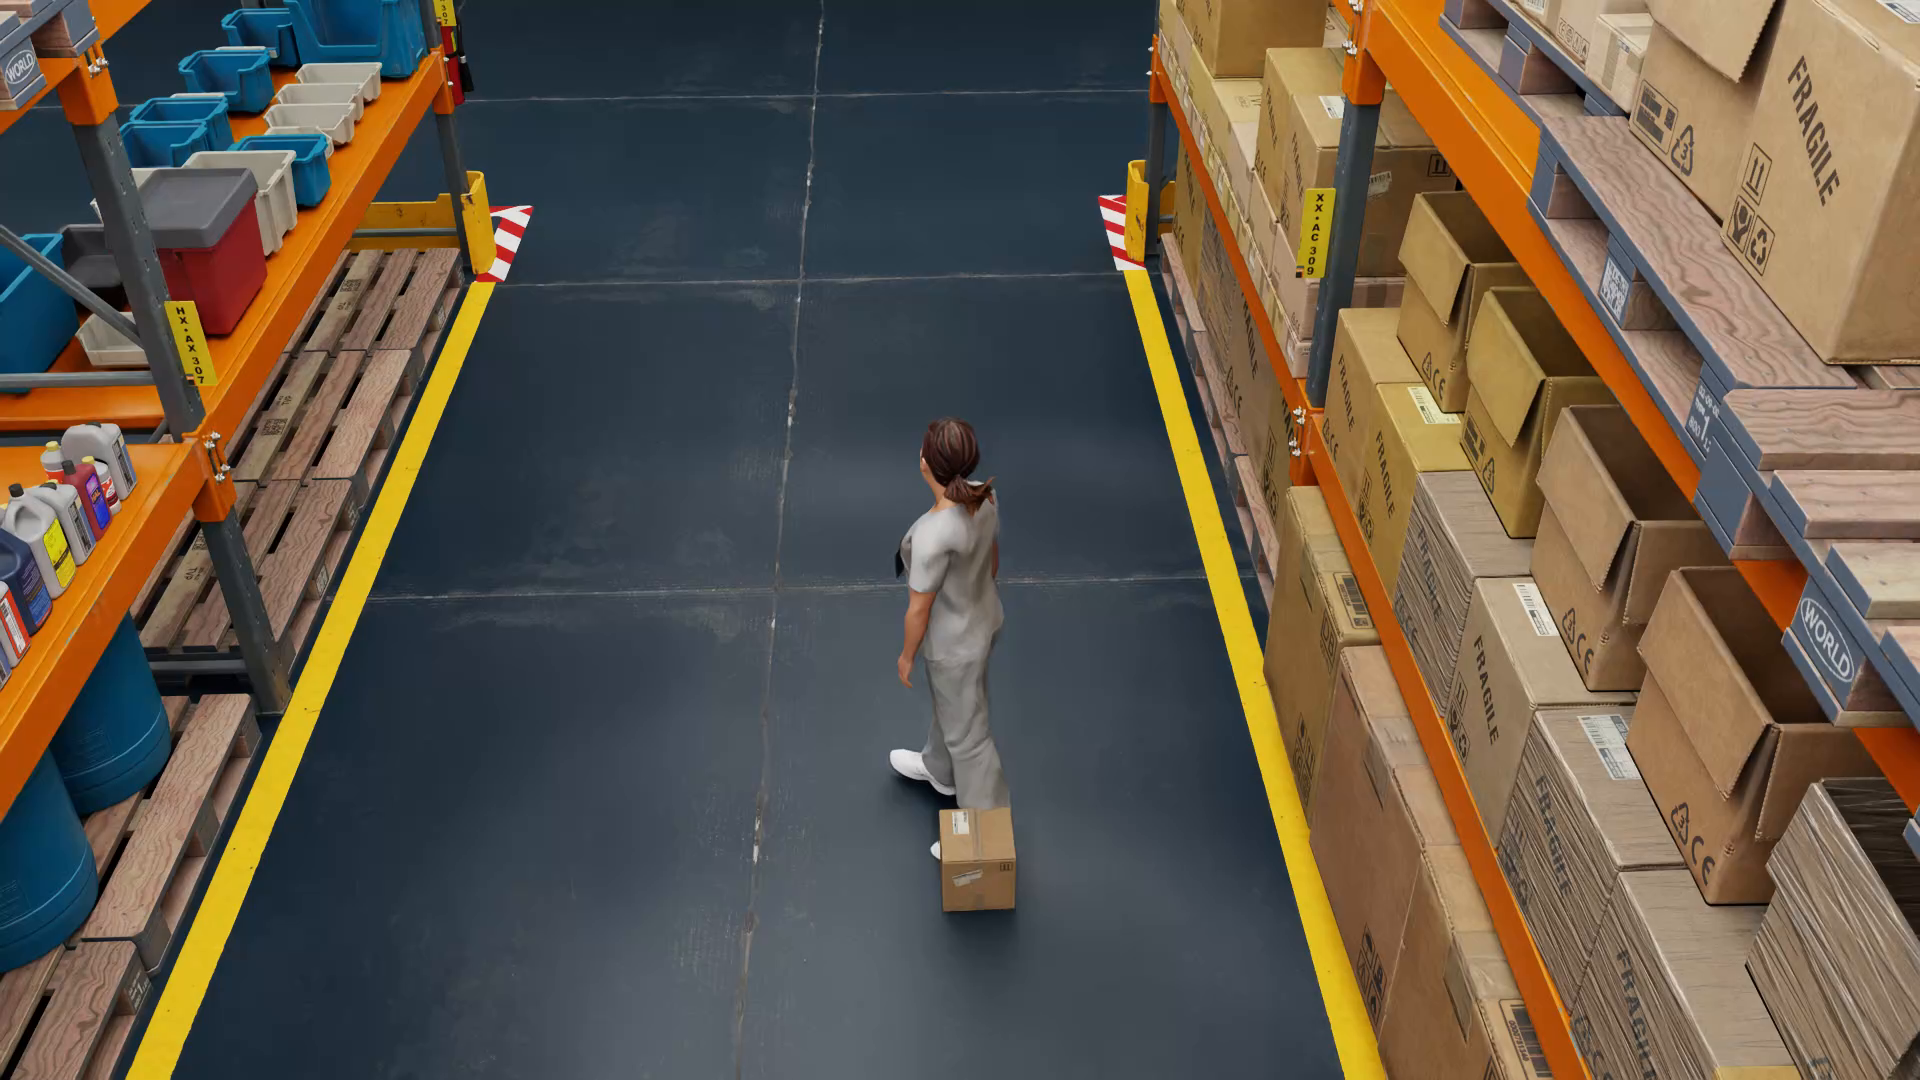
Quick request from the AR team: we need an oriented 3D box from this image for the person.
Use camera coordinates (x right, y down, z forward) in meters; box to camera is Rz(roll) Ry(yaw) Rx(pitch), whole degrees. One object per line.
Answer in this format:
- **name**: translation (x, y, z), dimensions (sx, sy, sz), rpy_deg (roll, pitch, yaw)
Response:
- **person**: translation (-0.042, 0.313, 5.671), dimensions (0.593, 1.666, 0.543), rpy_deg (14, 38, 19)
